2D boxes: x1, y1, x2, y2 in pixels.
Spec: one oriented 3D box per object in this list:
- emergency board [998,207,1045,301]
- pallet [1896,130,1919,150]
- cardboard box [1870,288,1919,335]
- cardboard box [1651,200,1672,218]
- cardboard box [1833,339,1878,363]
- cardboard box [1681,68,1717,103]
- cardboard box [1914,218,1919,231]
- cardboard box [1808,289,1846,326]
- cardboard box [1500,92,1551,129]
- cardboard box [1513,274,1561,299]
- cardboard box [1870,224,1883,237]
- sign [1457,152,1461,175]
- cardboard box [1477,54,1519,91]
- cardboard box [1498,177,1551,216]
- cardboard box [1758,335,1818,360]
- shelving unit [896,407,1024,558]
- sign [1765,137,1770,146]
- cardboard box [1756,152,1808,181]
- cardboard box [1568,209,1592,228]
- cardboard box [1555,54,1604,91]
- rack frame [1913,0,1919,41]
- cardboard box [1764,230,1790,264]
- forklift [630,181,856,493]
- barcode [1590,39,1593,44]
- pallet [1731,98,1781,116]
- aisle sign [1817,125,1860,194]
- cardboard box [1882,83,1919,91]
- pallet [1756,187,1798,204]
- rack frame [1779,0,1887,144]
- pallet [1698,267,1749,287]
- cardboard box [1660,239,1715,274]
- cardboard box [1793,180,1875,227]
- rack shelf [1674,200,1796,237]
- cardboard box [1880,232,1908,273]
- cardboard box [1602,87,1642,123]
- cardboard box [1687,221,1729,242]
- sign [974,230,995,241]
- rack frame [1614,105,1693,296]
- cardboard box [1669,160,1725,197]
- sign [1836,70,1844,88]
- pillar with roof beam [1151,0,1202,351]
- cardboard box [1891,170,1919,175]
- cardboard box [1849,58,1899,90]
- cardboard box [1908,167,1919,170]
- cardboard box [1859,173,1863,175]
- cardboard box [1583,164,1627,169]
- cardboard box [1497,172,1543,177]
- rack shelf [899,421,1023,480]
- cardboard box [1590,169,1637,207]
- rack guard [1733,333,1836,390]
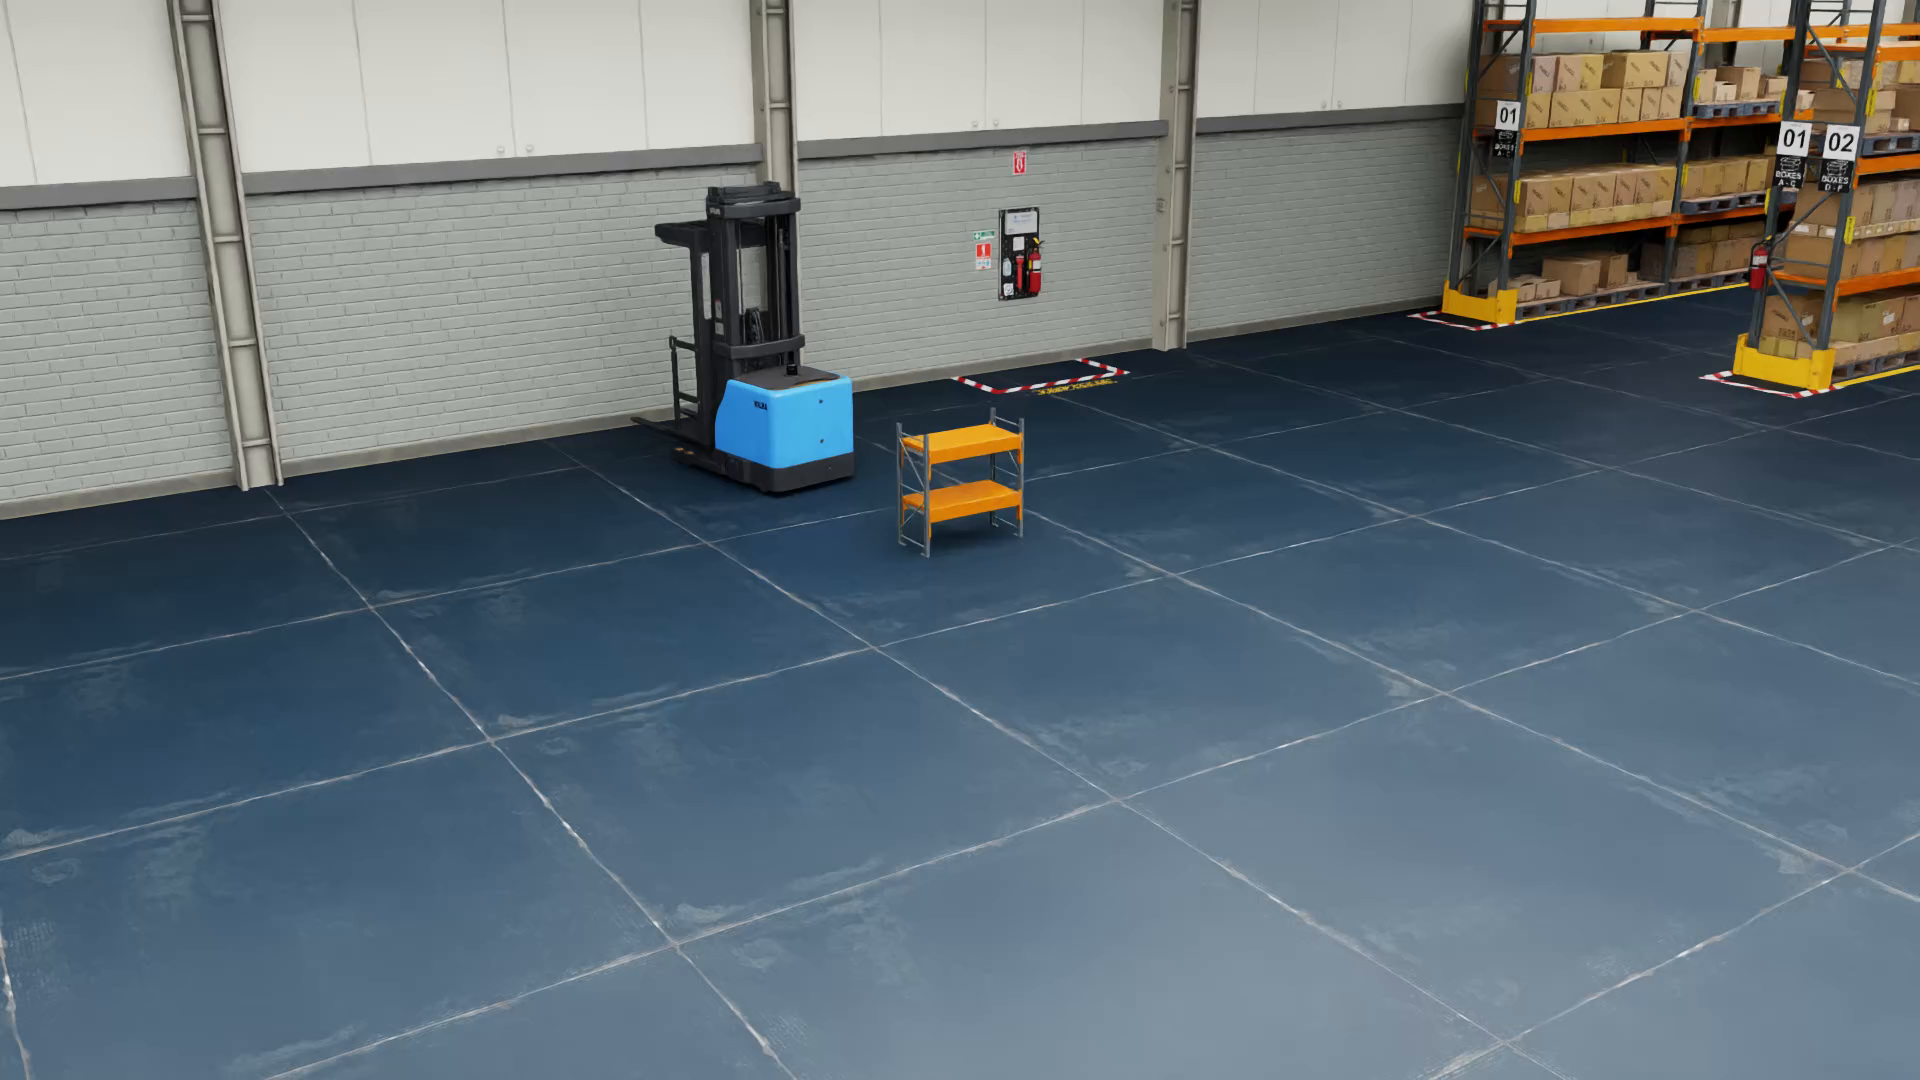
[{"bbox_3d":[0.819,-3.674,21.430,0.643,1.169,0.194,-12,22,-31],"label":"emergency board"},{"bbox_3d":[12.158,-5.190,21.368,1.213,0.211,1.003,-12,22,-31],"label":"pallet"},{"bbox_3d":[12.358,-3.027,21.983,0.500,0.500,0.500,-12,22,-31],"label":"cardboard box"},{"bbox_3d":[10.918,-5.280,26.382,0.500,0.250,0.500,-12,22,-31],"label":"cardboard box"},{"bbox_3d":[11.520,-2.498,21.587,0.500,0.250,0.500,-12,22,-31],"label":"cardboard box"},{"bbox_3d":[11.647,-7.248,26.506,0.500,0.500,0.500,-9,20,-24],"label":"cardboard box"},{"bbox_3d":[12.264,-4.114,21.561,0.250,0.149,0.380,-12,22,-31],"label":"cardboard box"},{"bbox_3d":[11.645,-3.083,22.147,0.500,0.500,0.500,-12,22,-31],"label":"cardboard box"},{"bbox_3d":[8.223,-6.272,24.241,0.500,0.500,0.500,-11,22,-30],"label":"cardboard box"},{"bbox_3d":[8.910,-3.935,25.711,0.500,0.311,0.500,-10,21,-27],"label":"cardboard box"},{"bbox_3d":[11.408,-3.934,21.030,0.250,0.149,0.380,-12,22,-31],"label":"cardboard box"},{"bbox_3d":[7.518,-5.652,24.978,0.005,0.325,0.100,-12,22,-31],"label":"sign"},{"bbox_3d":[8.022,-6.899,24.536,0.500,0.500,0.500,-11,21,-29],"label":"cardboard box"},{"bbox_3d":[8.370,-5.099,24.676,0.500,0.500,0.500,-12,22,-31],"label":"cardboard box"},{"bbox_3d":[10.819,-2.547,21.733,0.500,0.250,0.500,-12,22,-31],"label":"cardboard box"},{"bbox_3d":[0.006,-0.534,15.068,1.048,1.125,0.538,-12,22,-31],"label":"shelving unit"},{"bbox_3d":[14.180,-6.907,29.184,0.005,0.325,0.100,-12,22,-31],"label":"sign"},{"bbox_3d":[14.101,-6.381,28.593,0.500,0.500,0.700,-15,24,-38],"label":"cardboard box"},{"bbox_3d":[9.243,-4.925,25.331,0.500,0.250,0.500,-12,22,-32],"label":"cardboard box"},{"bbox_3d":[9.130,-6.924,24.610,0.500,0.500,0.500,-11,22,-30],"label":"cardboard box"},{"bbox_3d":[17.828,-9.757,30.056,0.127,3.000,1.000,-12,22,-31],"label":"rack frame"},{"bbox_3d":[13.915,-5.094,28.846,0.500,0.500,0.700,-12,22,-31],"label":"cardboard box"},{"bbox_3d":[-2.430,-2.252,17.331,1.130,2.935,3.031,-16,24,-39],"label":"forklift"},{"bbox_3d":[9.749,-7.697,25.680,0.075,0.075,0.001,-12,22,-31],"label":"barcode"},{"bbox_3d":[12.586,-7.102,27.178,1.003,0.211,1.213,-12,22,-31],"label":"pallet"},{"bbox_3d":[10.647,-4.615,20.154,0.004,0.787,0.394,-12,22,-31],"label":"aisle sign"},{"bbox_3d":[12.430,-5.661,21.586,0.637,0.503,0.797,-9,21,-25],"label":"cardboard box"},{"bbox_3d":[13.951,-5.966,28.507,1.003,0.211,1.213,-12,22,-31],"label":"pallet"},{"bbox_3d":[10.534,-6.319,19.886,0.127,3.000,1.000,-12,22,-31],"label":"rack frame"},{"bbox_3d":[12.816,-4.539,28.341,1.213,0.211,1.003,-12,22,-31],"label":"pallet"},{"bbox_3d":[12.156,-4.769,27.884,0.500,0.500,0.700,-12,22,-32],"label":"cardboard box"},{"bbox_3d":[10.975,-4.227,20.884,0.500,0.500,0.700,-12,22,-31],"label":"cardboard box"},{"bbox_3d":[12.817,-5.518,28.005,4.000,0.370,1.077,-12,22,-31],"label":"rack shelf"},{"bbox_3d":[11.784,-3.783,21.595,0.500,0.500,0.700,-12,22,-31],"label":"cardboard box"},{"bbox_3d":[9.990,-6.636,25.318,0.500,0.500,0.500,-13,23,-33],"label":"cardboard box"},{"bbox_3d":[12.551,-5.191,27.961,0.500,0.250,0.500,-13,22,-33],"label":"cardboard box"},{"bbox_3d":[0.309,-3.871,21.128,0.331,0.109,0.001,-12,22,-31],"label":"sign"},{"bbox_3d":[11.147,-5.506,26.848,0.127,3.000,1.000,-12,22,-31],"label":"rack frame"},{"bbox_3d":[12.061,-5.939,27.285,0.500,0.500,0.700,-9,21,-26],"label":"cardboard box"},{"bbox_3d":[14.784,-7.731,27.939,0.005,0.325,0.100,-12,22,-31],"label":"sign"},{"bbox_3d":[5.272,-5.790,18.320,0.400,9.000,9.100,-12,22,-31],"label":"pillar with roof beam"},{"bbox_3d":[12.667,-4.587,21.946,0.500,0.500,0.700,-12,22,-31],"label":"cardboard box"},{"bbox_3d":[16.150,-8.280,29.526,0.500,0.500,0.700,-12,22,-31],"label":"cardboard box"},{"bbox_3d":[17.161,-6.872,30.236,0.500,0.500,0.500,-12,22,-31],"label":"cardboard box"},{"bbox_3d":[15.477,-6.515,29.182,0.500,0.500,0.500,-11,22,-30],"label":"cardboard box"},{"bbox_3d":[10.205,-5.683,26.403,0.500,0.500,0.500,-12,22,-32],"label":"cardboard box"},{"bbox_3d":[8.509,-5.321,25.333,0.500,0.500,0.500,-12,22,-31],"label":"cardboard box"},{"bbox_3d":[0.006,-0.811,14.974,1.000,0.278,0.538,-12,22,-31],"label":"rack shelf"},{"bbox_3d":[10.082,-5.459,25.740,0.500,0.500,0.500,-13,22,-33],"label":"cardboard box"},{"bbox_3d":[10.514,-2.289,21.235,0.348,0.500,1.175,-12,22,-31],"label":"rack guard"}]
